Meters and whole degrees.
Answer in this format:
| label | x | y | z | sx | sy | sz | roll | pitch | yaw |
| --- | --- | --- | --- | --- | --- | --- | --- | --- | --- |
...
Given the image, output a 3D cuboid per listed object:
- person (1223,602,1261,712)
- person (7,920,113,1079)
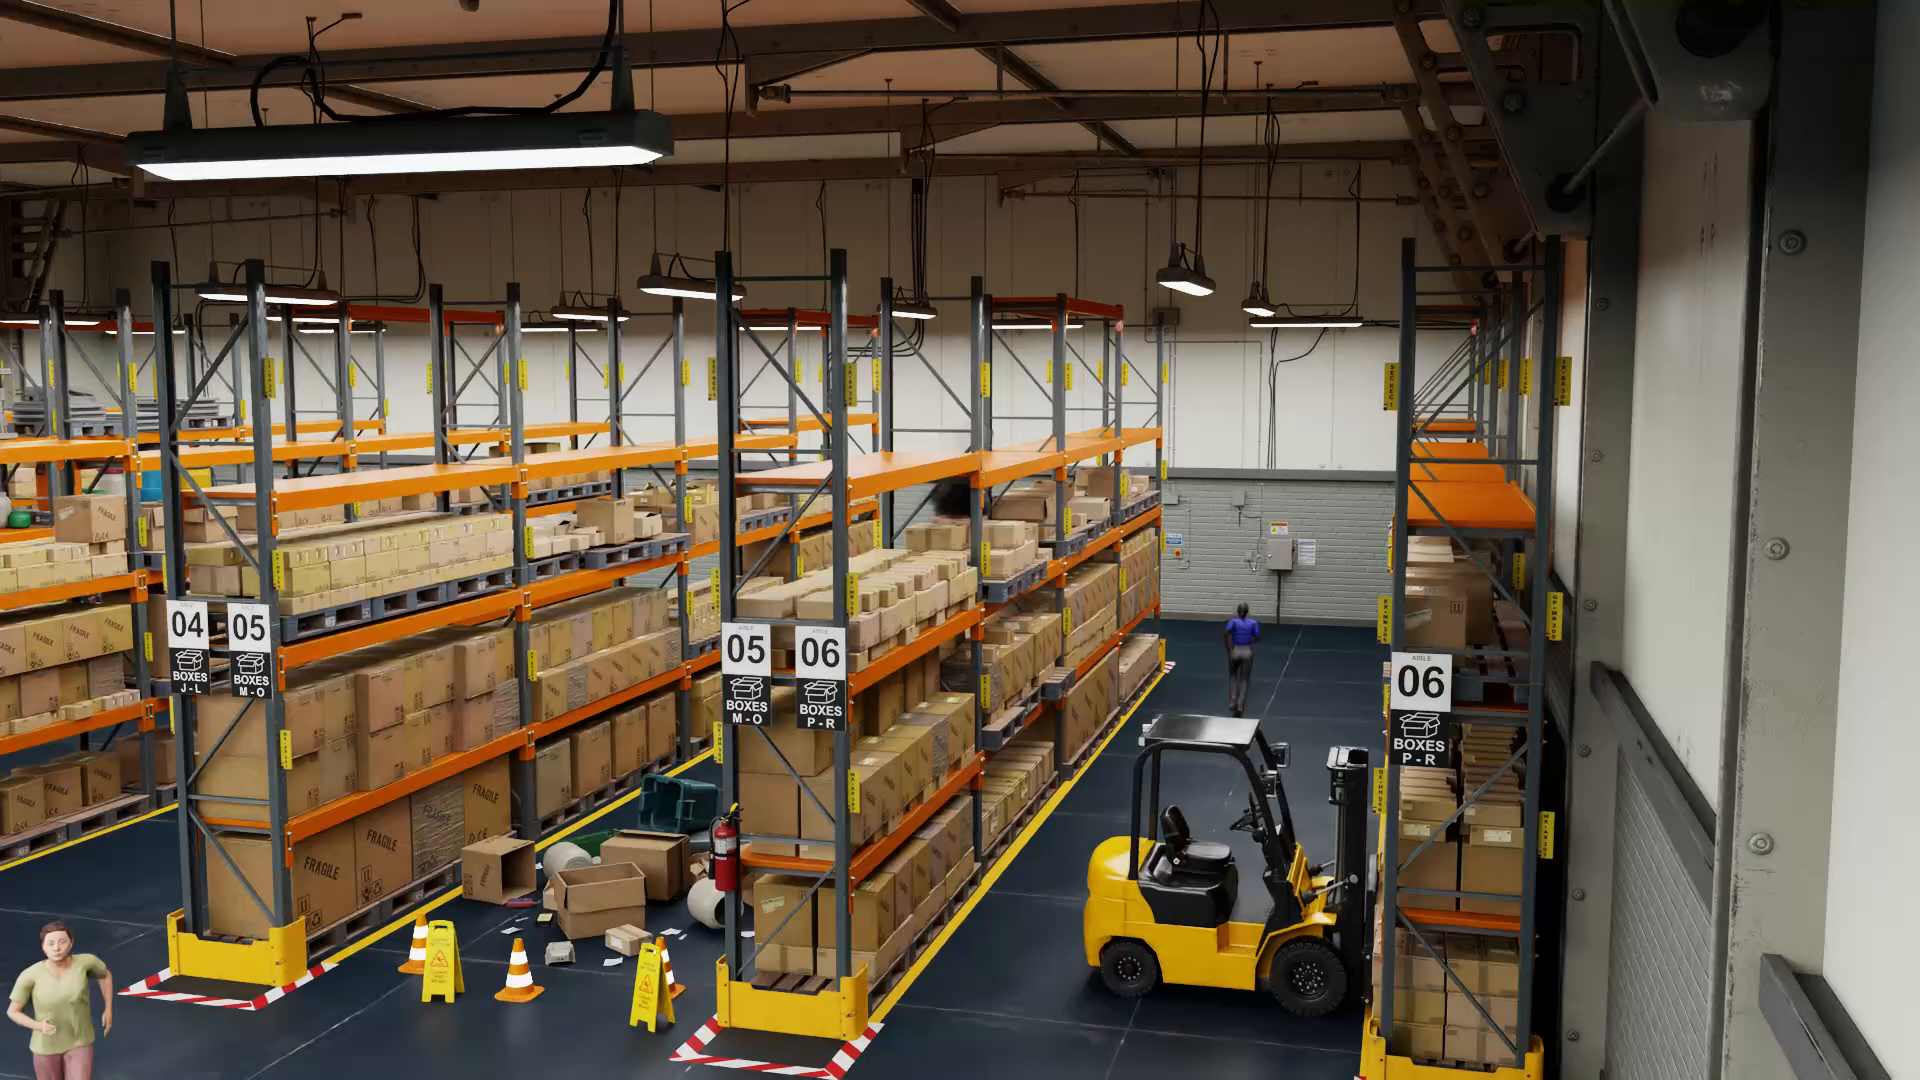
| label | x | y | z | sx | sy | sz | roll | pitch | yaw |
| --- | --- | --- | --- | --- | --- | --- | --- | --- | --- |
| person | 4.171 | 1.755 | 24.646 | 0.560 | 1.663 | 0.745 | 1 | 6 | 10 |
| person | -5.671 | 3.218 | 10.521 | 0.592 | 1.656 | 0.846 | -3 | 7 | -29 |
